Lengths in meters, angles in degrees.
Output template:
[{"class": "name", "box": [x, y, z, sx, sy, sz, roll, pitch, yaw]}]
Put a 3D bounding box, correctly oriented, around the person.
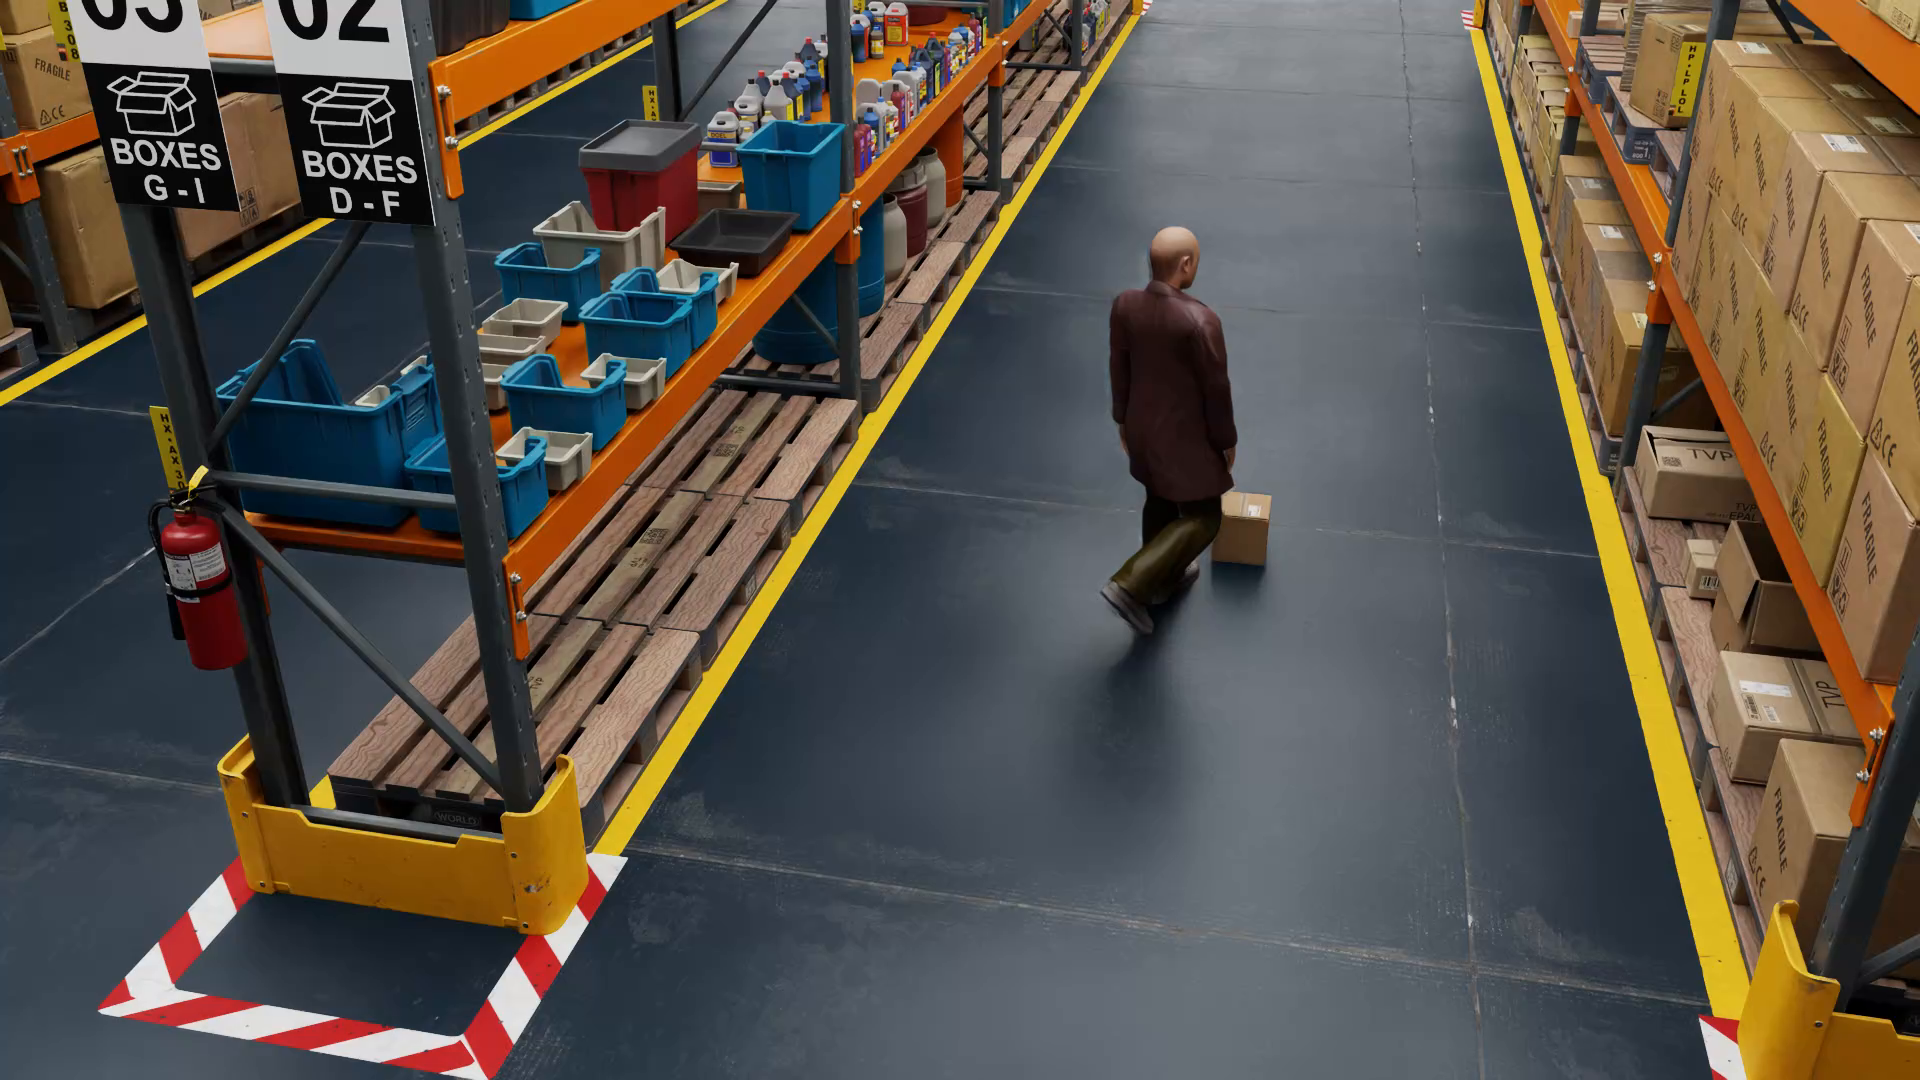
[{"class": "person", "box": [0.853, -0.437, 6.930, 0.838, 1.765, 0.606, -22, 35, -34]}]
